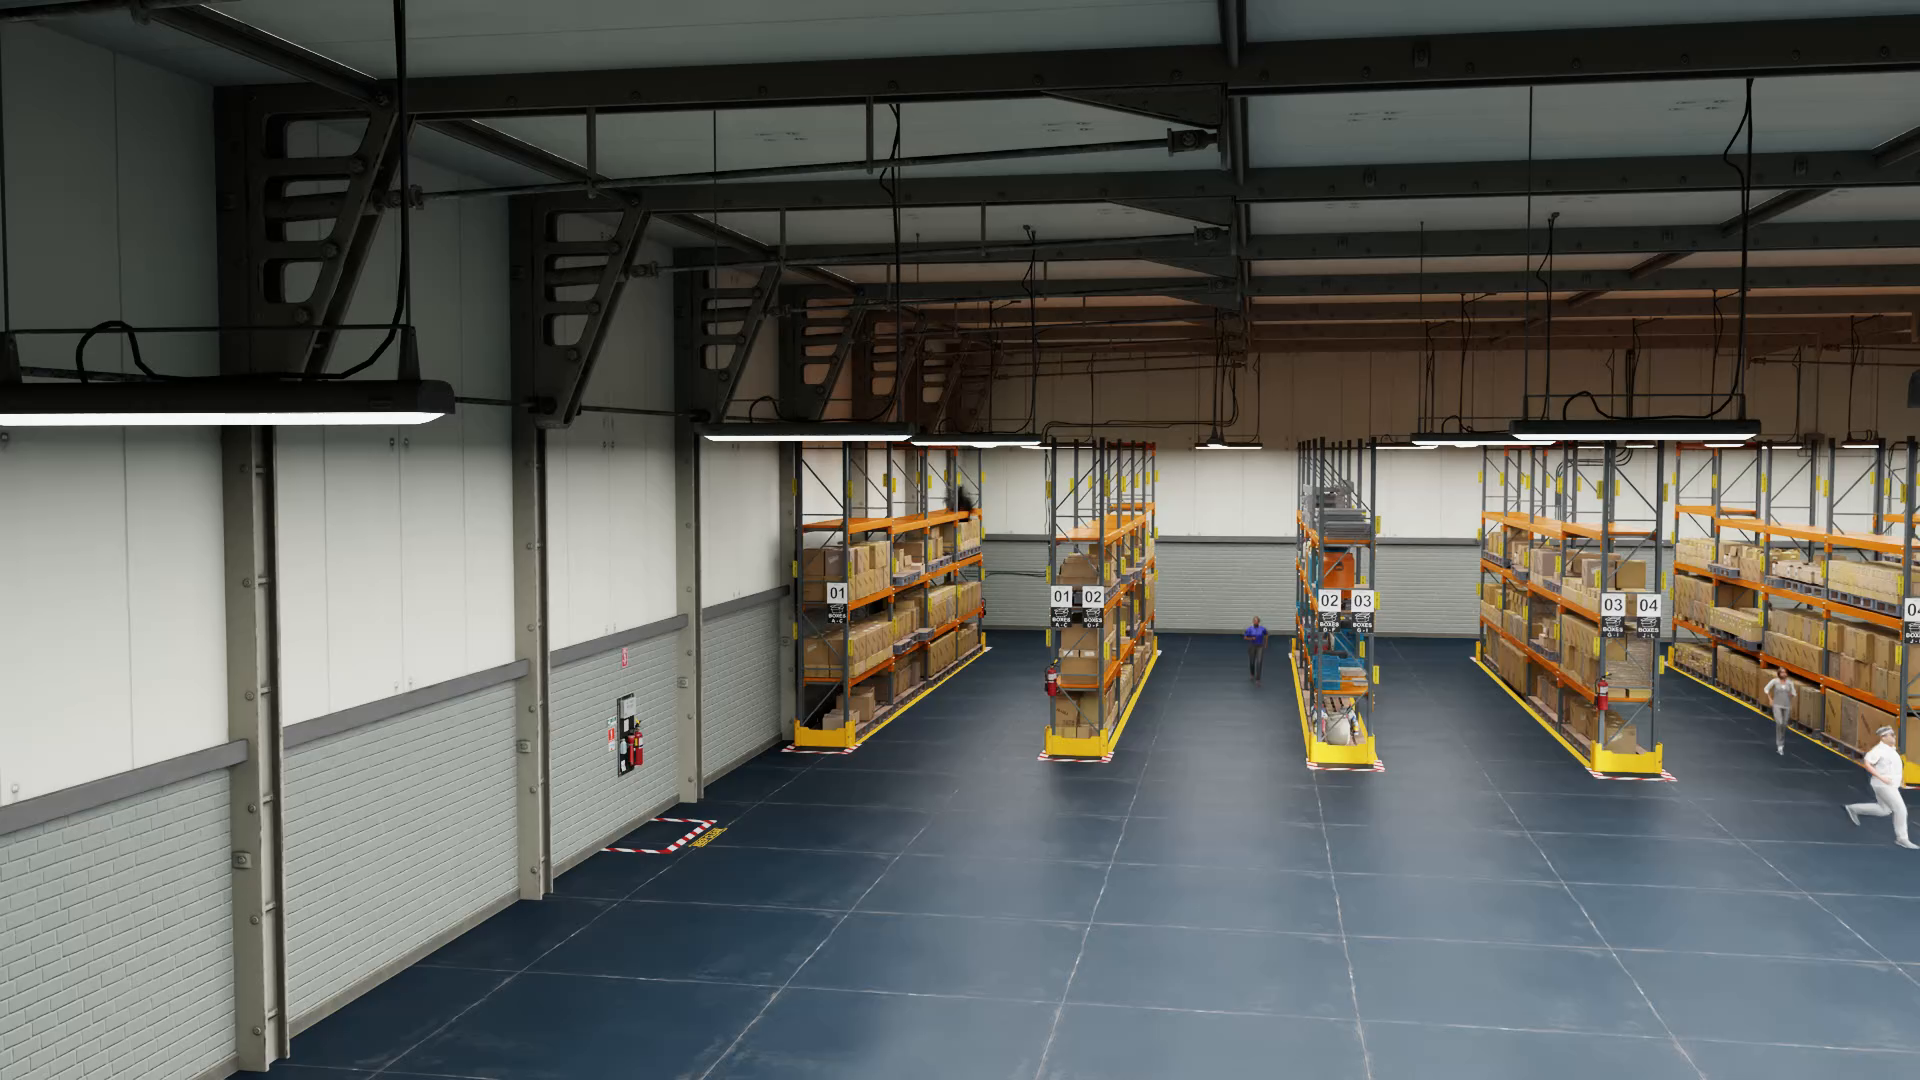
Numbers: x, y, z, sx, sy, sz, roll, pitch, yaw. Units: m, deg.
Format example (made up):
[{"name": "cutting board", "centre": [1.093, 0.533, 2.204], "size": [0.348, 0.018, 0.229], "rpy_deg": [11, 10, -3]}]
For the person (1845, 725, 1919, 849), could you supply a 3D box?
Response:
[{"name": "person", "centre": [13.516, 3.585, 24.350], "size": [1.007, 1.776, 0.645], "rpy_deg": [2, 4, 39]}]

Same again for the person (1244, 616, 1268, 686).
[{"name": "person", "centre": [7.286, 2.707, 40.955], "size": [0.604, 1.663, 0.900], "rpy_deg": [0, 3, 7]}]

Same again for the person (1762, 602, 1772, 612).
[{"name": "person", "centre": [22.083, 2.494, 45.561], "size": [0.793, 1.633, 0.575], "rpy_deg": [1, 3, 14]}]

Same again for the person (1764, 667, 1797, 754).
[{"name": "person", "centre": [15.694, 3.235, 31.779], "size": [0.522, 1.636, 0.690], "rpy_deg": [1, 3, 10]}]
